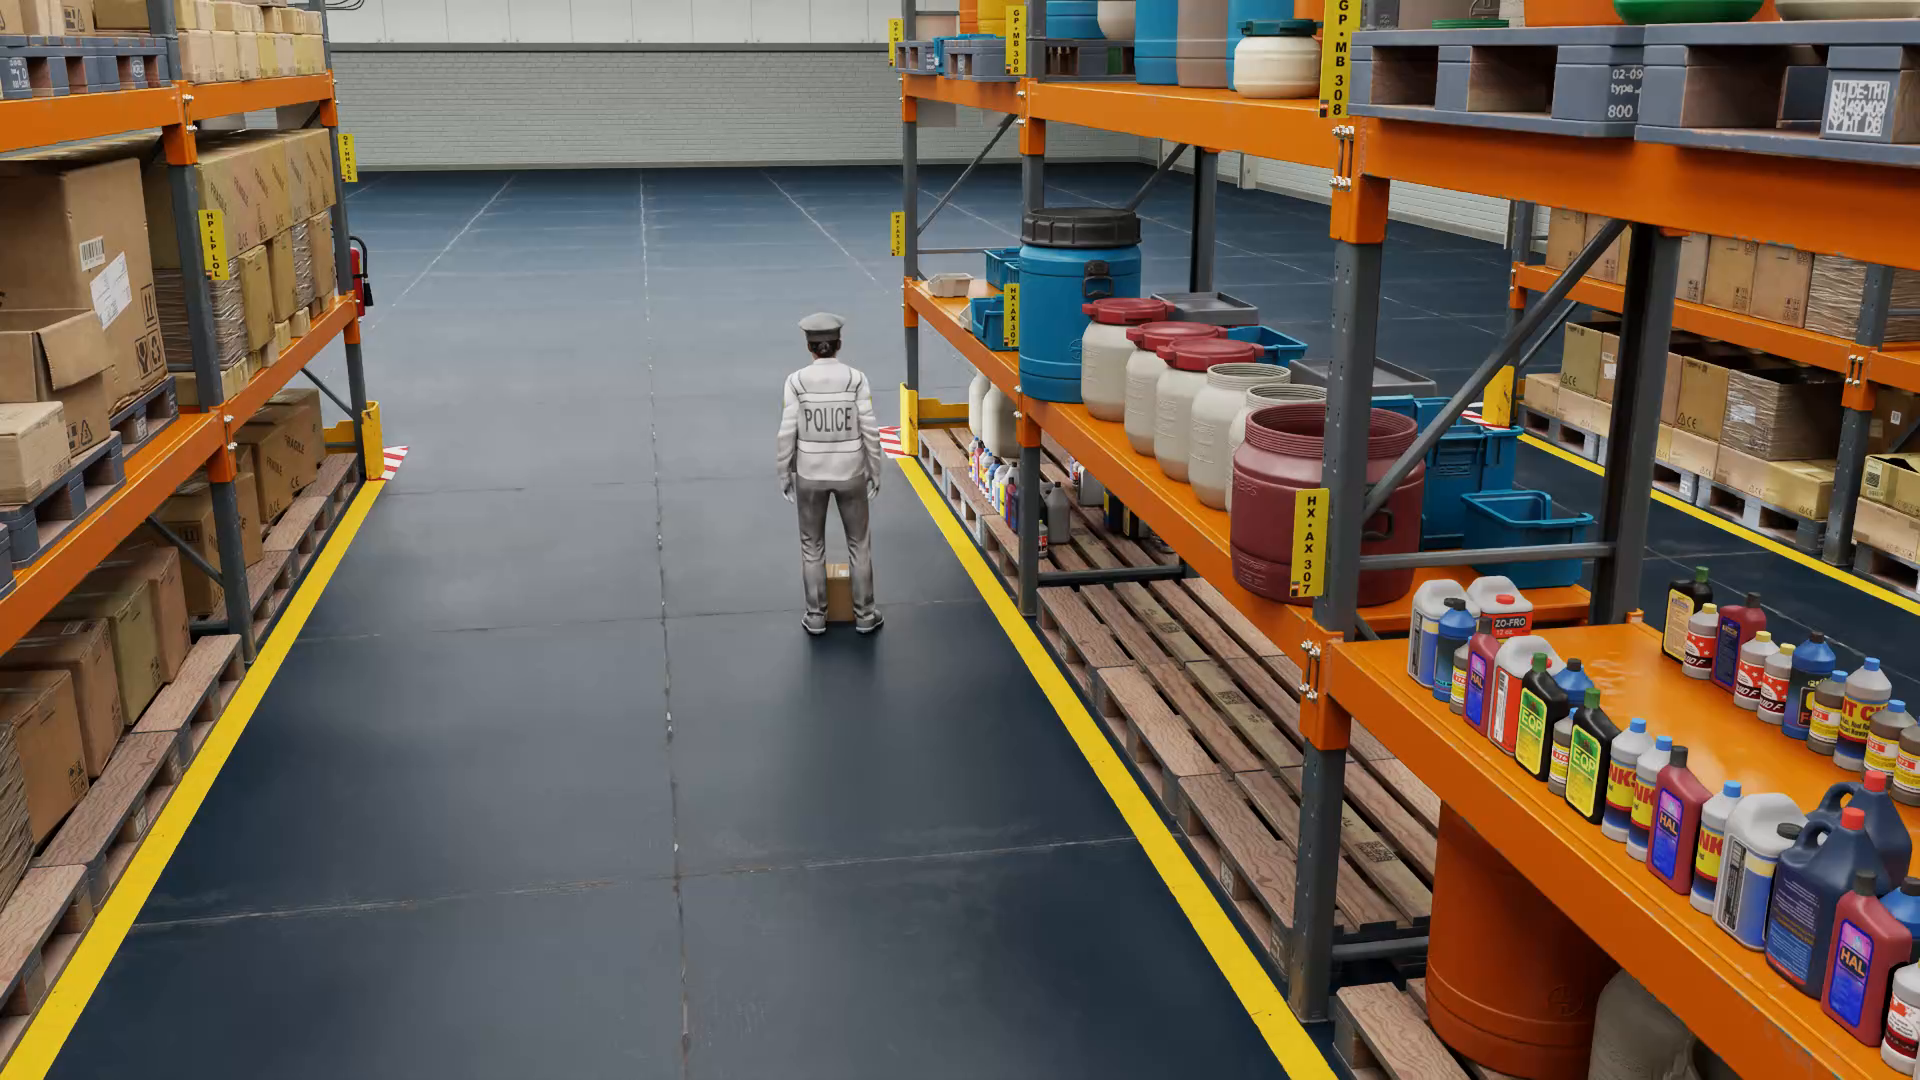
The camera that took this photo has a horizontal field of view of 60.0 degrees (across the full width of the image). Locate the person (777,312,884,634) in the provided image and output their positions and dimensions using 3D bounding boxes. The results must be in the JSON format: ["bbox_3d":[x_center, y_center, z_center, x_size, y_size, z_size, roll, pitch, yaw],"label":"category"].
[{"bbox_3d":[-0.674,-0.326,8.630,0.542,1.665,0.373,-1,17,-4],"label":"person"}]
